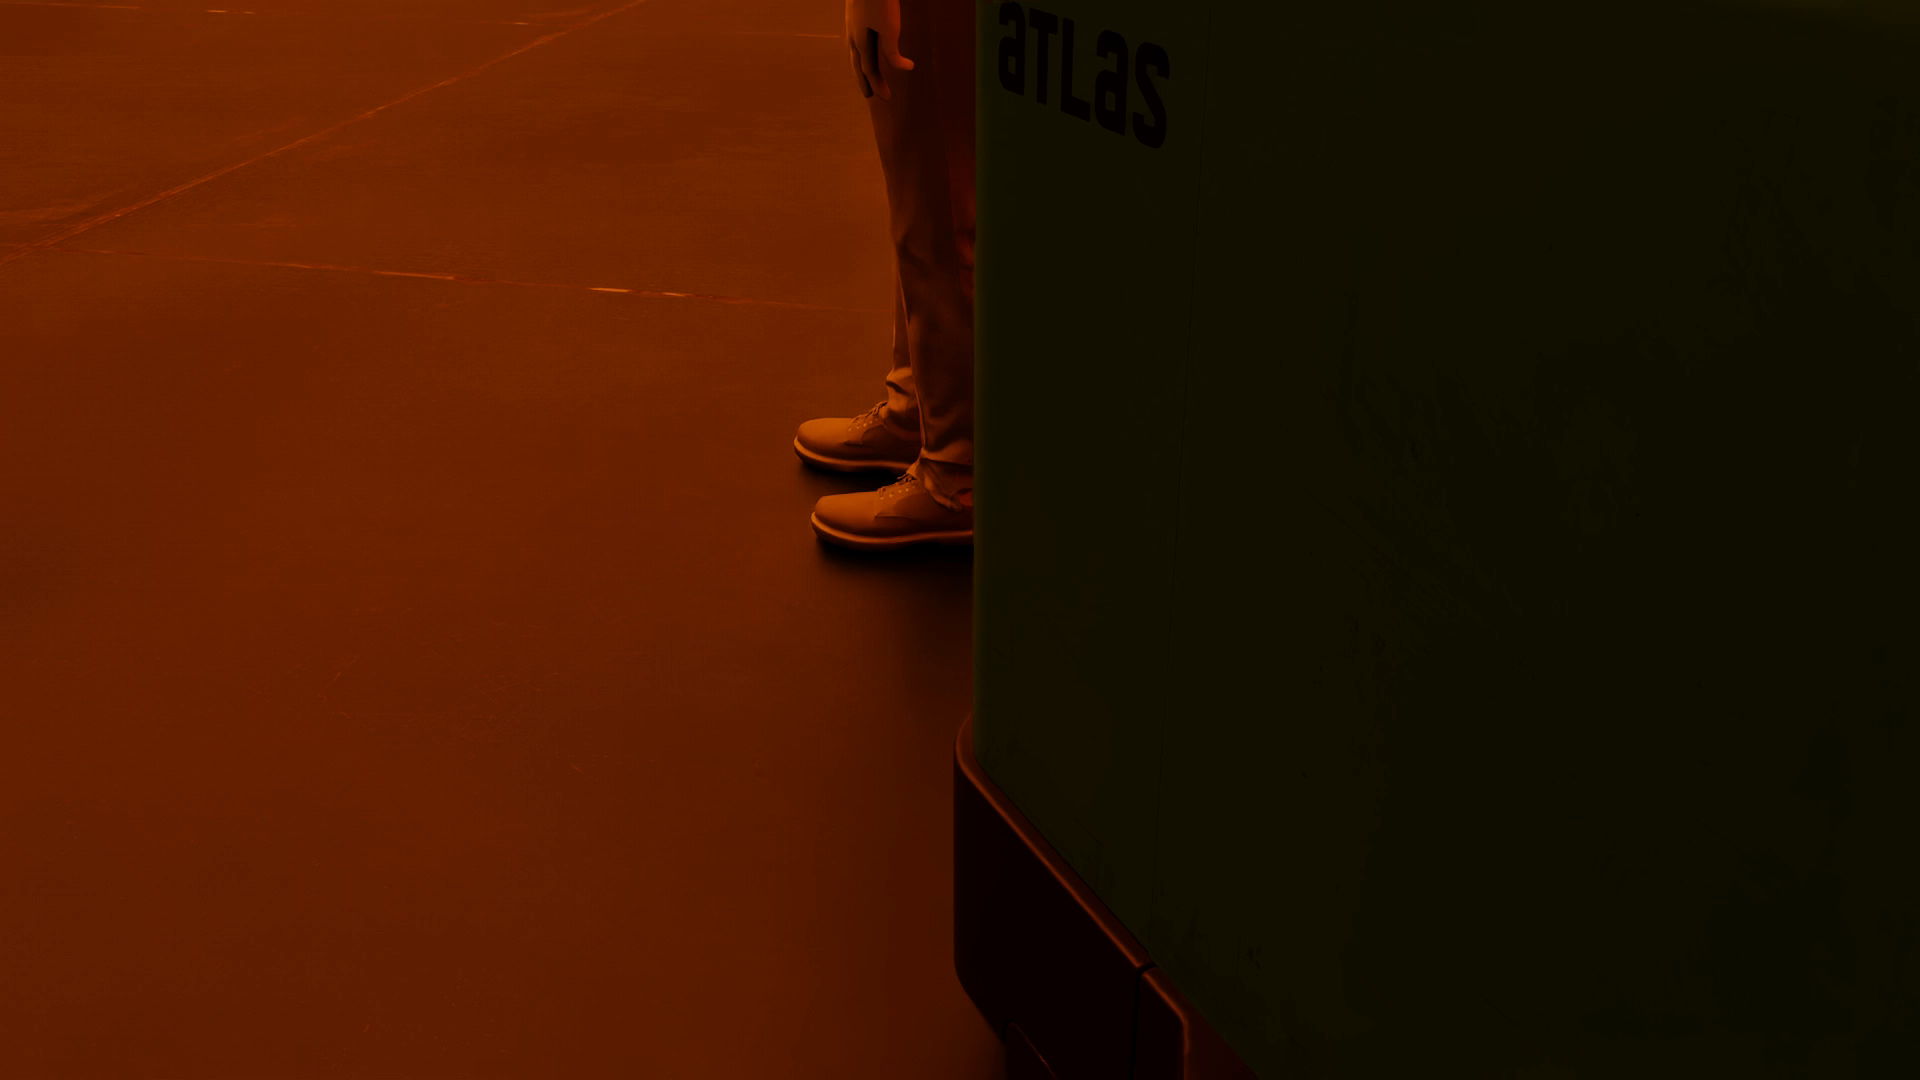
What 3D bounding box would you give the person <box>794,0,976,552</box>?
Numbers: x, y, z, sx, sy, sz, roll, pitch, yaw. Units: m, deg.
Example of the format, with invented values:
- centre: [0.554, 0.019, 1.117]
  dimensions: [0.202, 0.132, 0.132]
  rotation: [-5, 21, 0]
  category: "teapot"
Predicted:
- centre: [-0.066, -0.773, 2.134]
  dimensions: [0.529, 1.694, 0.587]
  rotation: [6, 27, 11]
  category: "person"
